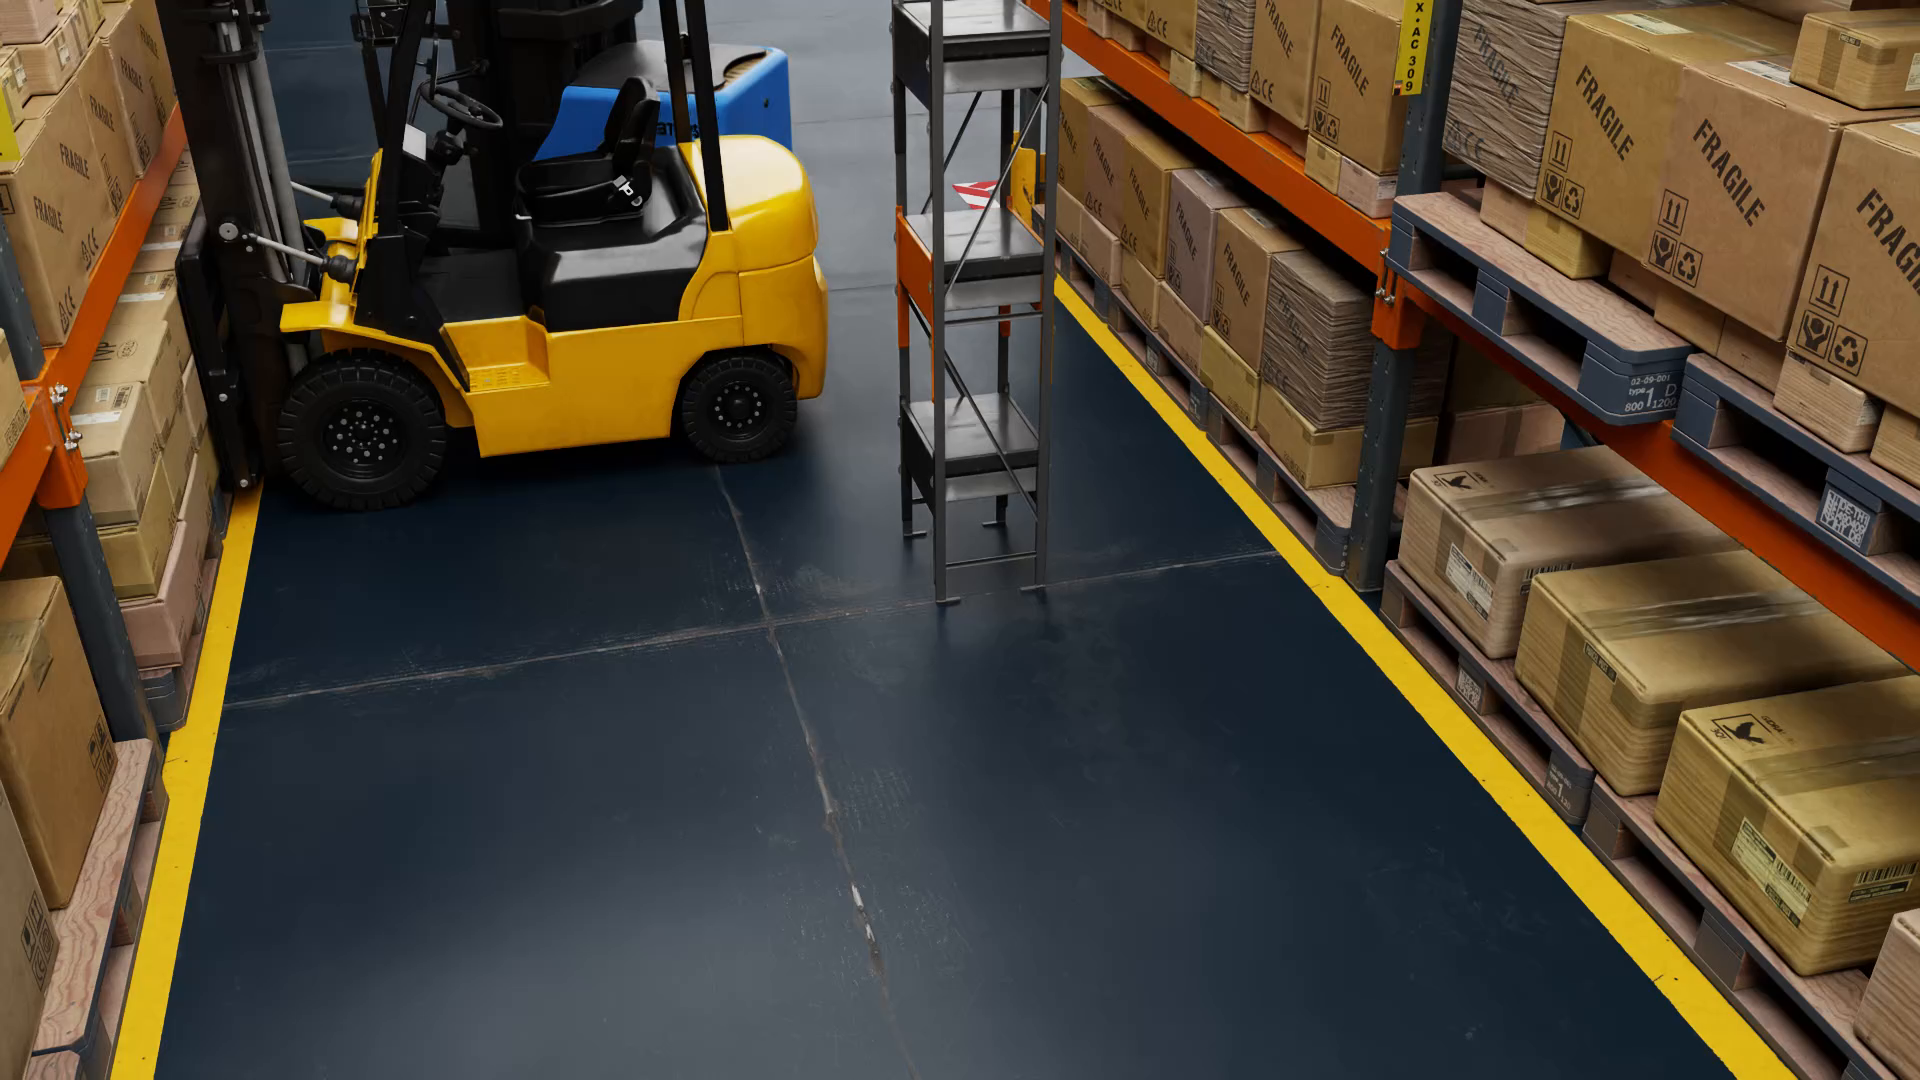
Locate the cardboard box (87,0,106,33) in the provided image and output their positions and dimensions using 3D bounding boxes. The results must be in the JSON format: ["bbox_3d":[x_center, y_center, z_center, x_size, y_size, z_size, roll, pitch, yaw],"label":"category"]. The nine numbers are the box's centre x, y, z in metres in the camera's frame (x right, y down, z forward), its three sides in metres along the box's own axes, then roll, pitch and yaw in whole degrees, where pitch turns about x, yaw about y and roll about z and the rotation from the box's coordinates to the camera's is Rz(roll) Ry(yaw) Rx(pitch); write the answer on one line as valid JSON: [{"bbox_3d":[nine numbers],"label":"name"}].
[{"bbox_3d":[-3.124,-1.798,5.614,0.380,0.149,0.250,-8,31,-14],"label":"cardboard box"}]

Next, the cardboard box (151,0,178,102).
[{"bbox_3d":[-3.451,-2.056,6.708,0.500,0.500,0.500,-7,31,-12],"label":"cardboard box"}]

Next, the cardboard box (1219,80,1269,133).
[{"bbox_3d":[1.231,-1.693,6.432,0.380,0.149,0.250,-8,31,-14],"label":"cardboard box"}]

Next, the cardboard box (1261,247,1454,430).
[{"bbox_3d":[1.467,-0.763,6.152,0.500,0.500,0.500,-8,31,-14],"label":"cardboard box"}]

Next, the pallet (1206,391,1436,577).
[{"bbox_3d":[1.670,-0.310,6.575,1.003,0.211,1.213,-8,31,-13],"label":"pallet"}]

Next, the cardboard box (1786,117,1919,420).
[{"bbox_3d":[2.129,-0.557,3.402,0.500,0.500,0.500,-9,31,-15],"label":"cardboard box"}]

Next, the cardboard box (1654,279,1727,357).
[{"bbox_3d":[1.959,-0.583,4.094,0.380,0.149,0.250,-7,31,-13],"label":"cardboard box"}]

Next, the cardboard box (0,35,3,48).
[{"bbox_3d":[-2.933,-1.418,4.661,0.380,0.149,0.250,-8,31,-14],"label":"cardboard box"}]

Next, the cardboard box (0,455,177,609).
[{"bbox_3d":[-2.733,-0.018,5.113,0.500,0.250,0.500,-8,31,-14],"label":"cardboard box"}]

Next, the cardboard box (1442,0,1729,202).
[{"bbox_3d":[1.731,-1.286,4.662,0.500,0.500,0.500,-7,31,-12],"label":"cardboard box"}]

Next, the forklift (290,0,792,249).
[{"bbox_3d":[-2.431,-2.767,8.104,3.031,2.935,1.130,7,31,11],"label":"forklift"}]

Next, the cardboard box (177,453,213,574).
[{"bbox_3d":[-2.861,-0.048,5.664,0.500,0.250,0.500,-9,31,-14],"label":"cardboard box"}]

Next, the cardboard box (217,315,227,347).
[{"bbox_3d":[-3.124,-0.749,6.377,0.500,0.250,0.500,-8,31,-13],"label":"cardboard box"}]

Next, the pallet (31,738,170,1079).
[{"bbox_3d":[-2.669,1.022,4.273,1.003,0.211,1.213,-8,31,-13],"label":"pallet"}]

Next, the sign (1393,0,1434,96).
[{"bbox_3d":[1.361,-1.496,4.976,0.100,0.325,0.005,-8,31,-13],"label":"sign"}]

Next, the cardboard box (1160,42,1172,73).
[{"bbox_3d":[1.078,-2.070,7.082,0.380,0.149,0.250,-9,31,-15],"label":"cardboard box"}]

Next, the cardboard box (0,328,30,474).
[{"bbox_3d":[-2.516,-0.262,3.858,0.500,0.250,0.500,-7,31,-12],"label":"cardboard box"}]

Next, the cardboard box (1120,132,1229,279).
[{"bbox_3d":[1.044,-1.512,7.445,0.500,0.500,0.500,-7,31,-12],"label":"cardboard box"}]

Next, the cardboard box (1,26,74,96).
[{"bbox_3d":[-2.893,-1.424,4.969,0.380,0.149,0.250,-7,31,-12],"label":"cardboard box"}]

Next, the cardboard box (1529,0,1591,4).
[{"bbox_3d":[1.666,-1.557,4.483,0.380,0.149,0.250,-8,31,-13],"label":"cardboard box"}]

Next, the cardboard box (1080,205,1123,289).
[{"bbox_3d":[0.897,-1.447,8.081,0.500,0.250,0.500,-7,31,-11],"label":"cardboard box"}]

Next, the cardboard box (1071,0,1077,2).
[{"bbox_3d":[0.711,-2.829,8.394,0.380,0.149,0.250,-8,31,-13],"label":"cardboard box"}]

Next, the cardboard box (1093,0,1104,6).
[{"bbox_3d":[0.820,-2.786,7.672,0.500,0.500,0.500,-7,31,-12],"label":"cardboard box"}]

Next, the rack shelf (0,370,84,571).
[{"bbox_3d":[-2.371,0.742,2.692,1.077,0.370,4.000,-8,31,-13],"label":"rack shelf"}]

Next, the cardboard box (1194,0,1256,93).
[{"bbox_3d":[1.240,-2.048,6.398,0.500,0.500,0.500,-7,31,-12],"label":"cardboard box"}]

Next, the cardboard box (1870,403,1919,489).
[{"bbox_3d":[2.143,-0.203,3.438,0.380,0.149,0.250,-9,31,-15],"label":"cardboard box"}]

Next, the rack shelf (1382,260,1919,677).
[{"bbox_3d":[2.413,0.080,3.835,1.077,0.370,4.000,-8,31,-13],"label":"rack shelf"}]

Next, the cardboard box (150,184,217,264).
[{"bbox_3d":[-3.256,-1.223,6.695,0.500,0.250,0.500,-7,31,-13],"label":"cardboard box"}]

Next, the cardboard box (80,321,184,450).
[{"bbox_3d":[-2.854,-0.483,5.418,0.500,0.250,0.500,-8,31,-13],"label":"cardboard box"}]

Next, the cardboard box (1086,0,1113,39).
[{"bbox_3d":[0.807,-2.441,7.724,0.380,0.149,0.250,-7,31,-13],"label":"cardboard box"}]

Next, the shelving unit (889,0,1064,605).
[{"bbox_3d":[0.044,-0.829,5.586,0.431,2.100,0.503,-8,31,-13],"label":"shelving unit"}]

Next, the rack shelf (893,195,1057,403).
[{"bbox_3d":[0.044,-0.817,5.593,0.431,0.518,0.480,-8,31,-13],"label":"rack shelf"}]

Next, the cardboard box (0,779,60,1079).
[{"bbox_3d":[-2.554,0.937,3.588,0.875,0.625,0.625,-8,31,-14],"label":"cardboard box"}]

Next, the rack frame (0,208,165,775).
[{"bbox_3d":[-2.902,-0.535,4.180,1.000,3.000,0.127,-8,31,-13],"label":"rack frame"}]

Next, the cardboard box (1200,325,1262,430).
[{"bbox_3d":[1.316,-0.694,6.781,0.500,0.250,0.500,-9,31,-15],"label":"cardboard box"}]

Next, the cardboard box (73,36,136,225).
[{"bbox_3d":[-3.058,-1.321,5.439,0.500,0.500,0.500,-8,31,-14],"label":"cardboard box"}]

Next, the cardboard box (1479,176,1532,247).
[{"bbox_3d":[1.725,-0.961,4.748,0.380,0.149,0.250,-7,31,-13],"label":"cardboard box"}]

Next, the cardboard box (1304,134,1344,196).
[{"bbox_3d":[1.431,-1.323,5.792,0.380,0.149,0.250,-7,31,-12],"label":"cardboard box"}]

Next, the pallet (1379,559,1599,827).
[{"bbox_3d":[2.091,0.386,5.373,1.003,0.211,1.213,-8,31,-13],"label":"pallet"}]

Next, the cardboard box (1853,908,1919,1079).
[{"bbox_3d":[2.600,1.061,3.627,0.950,0.372,0.625,-8,31,-14],"label":"cardboard box"}]

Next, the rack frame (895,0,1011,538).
[{"bbox_3d":[-0.021,-0.947,5.789,0.400,2.100,0.015,-8,31,-13],"label":"rack frame"}]

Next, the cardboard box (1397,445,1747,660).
[{"bbox_3d":[2.024,0.011,5.440,0.950,0.372,0.625,-7,31,-13],"label":"cardboard box"}]
